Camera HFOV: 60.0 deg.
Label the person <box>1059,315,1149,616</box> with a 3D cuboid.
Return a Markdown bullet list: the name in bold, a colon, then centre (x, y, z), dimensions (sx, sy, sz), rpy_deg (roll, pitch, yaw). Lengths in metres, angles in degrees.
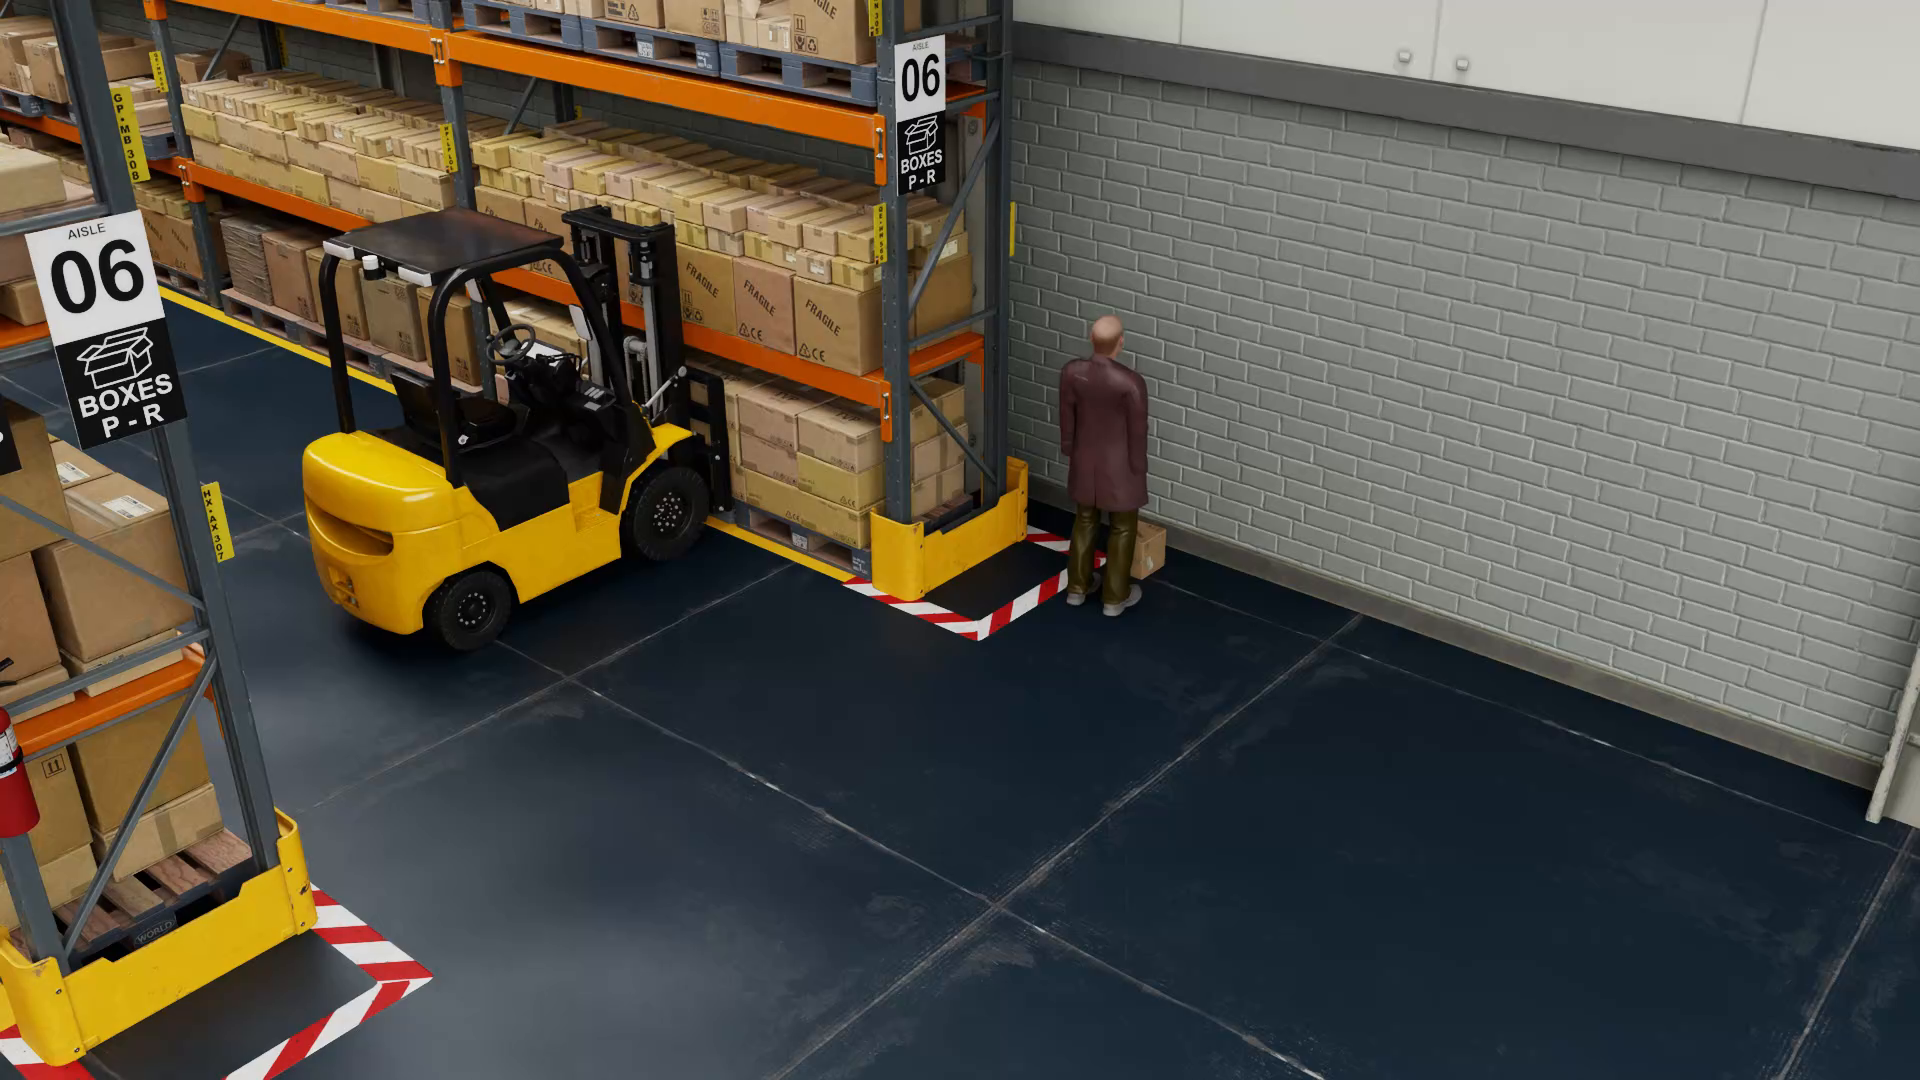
- **person**: centre (0.828, -0.443, 9.511), dimensions (0.562, 1.774, 0.377), rpy_deg (17, 31, 29)
